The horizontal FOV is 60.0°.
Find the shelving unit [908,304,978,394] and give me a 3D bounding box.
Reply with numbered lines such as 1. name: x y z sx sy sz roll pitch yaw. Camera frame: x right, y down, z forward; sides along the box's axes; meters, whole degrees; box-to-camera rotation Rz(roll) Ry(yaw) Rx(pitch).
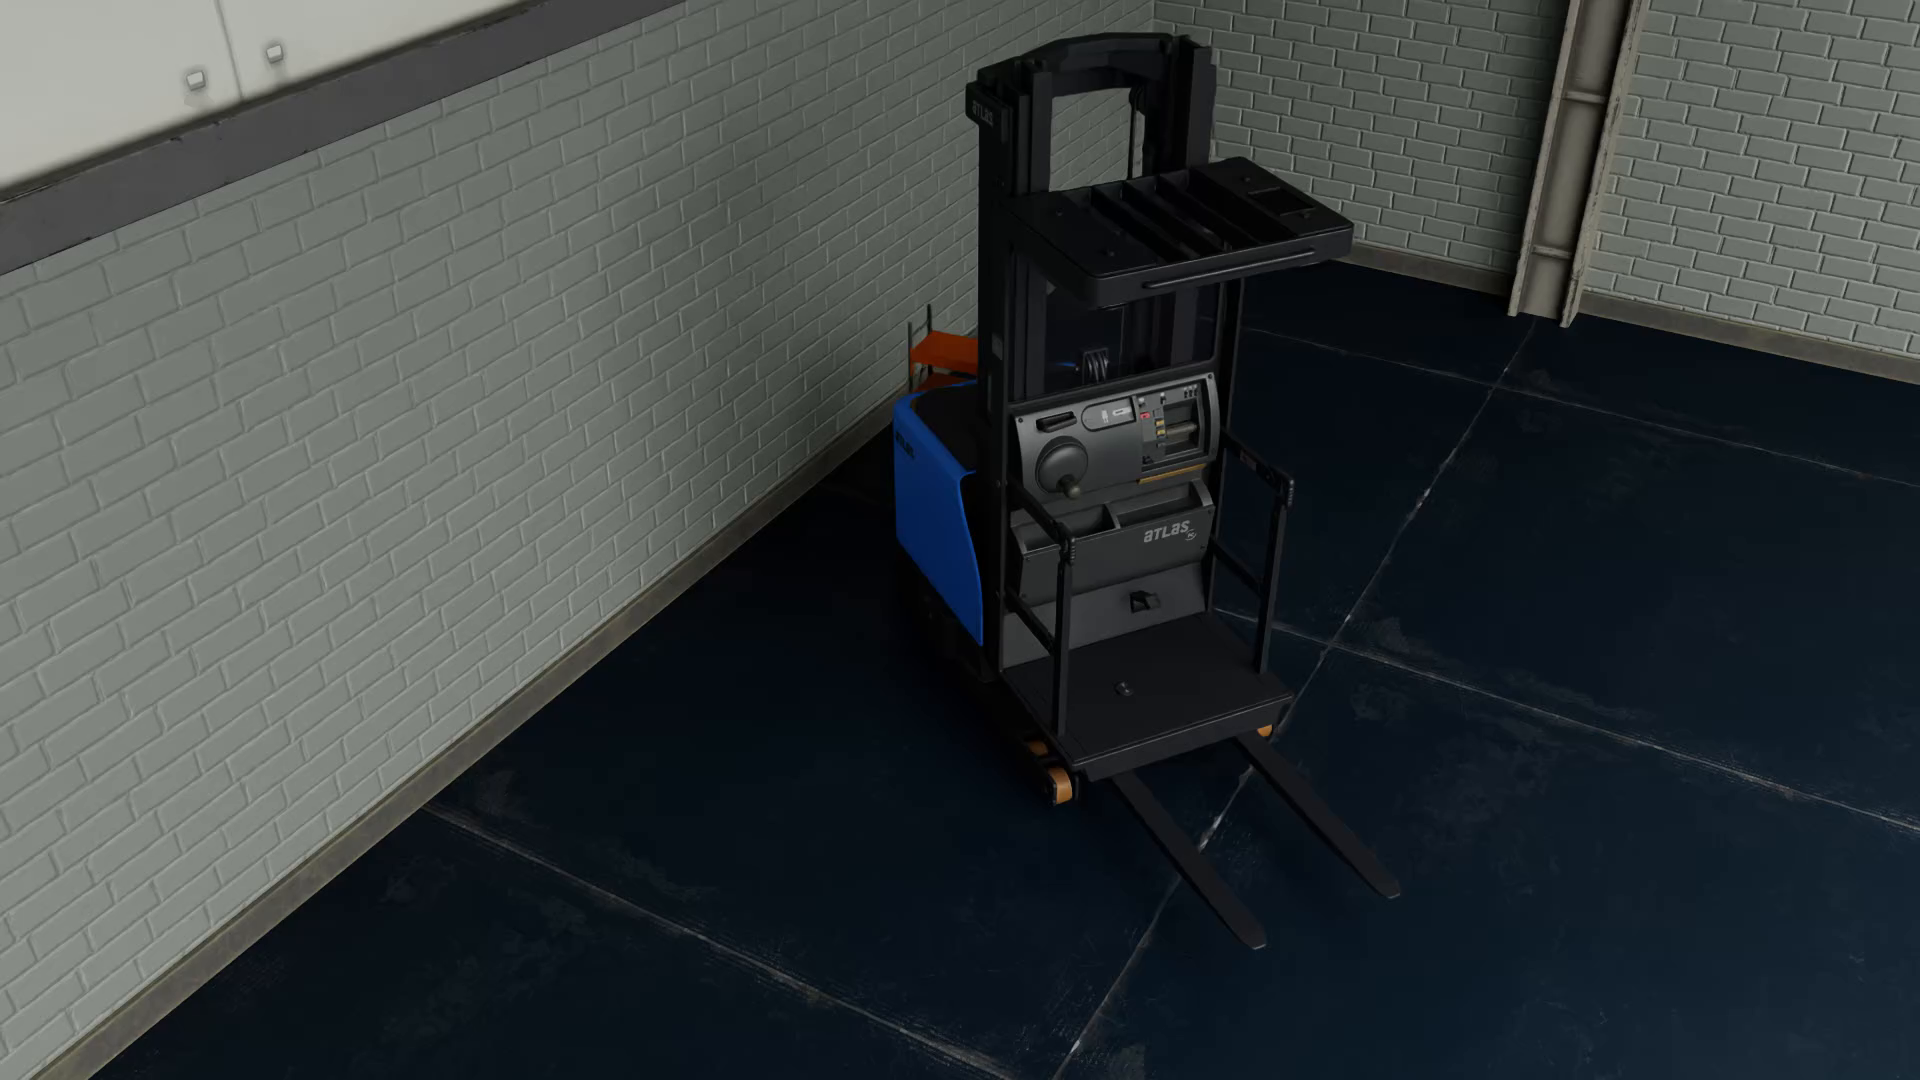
1. shelving unit: 0.021 -0.571 8.524 0.503 1.200 0.258 14 36 21

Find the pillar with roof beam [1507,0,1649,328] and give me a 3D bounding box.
1. pillar with roof beam: 1.723 -3.183 5.410 0.400 9.000 9.100 18 37 24

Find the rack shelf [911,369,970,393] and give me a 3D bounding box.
1. rack shelf: 0.021 -0.701 8.438 0.480 0.148 0.258 14 36 21

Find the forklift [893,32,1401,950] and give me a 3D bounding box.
1. forklift: 0.744 -0.373 6.665 1.130 2.935 3.031 -14 36 -20

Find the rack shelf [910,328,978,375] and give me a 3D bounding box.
1. rack shelf: 0.021 -0.898 8.306 0.480 0.148 0.258 14 36 21

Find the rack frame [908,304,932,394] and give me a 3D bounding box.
1. rack frame: -0.201 -0.628 8.610 0.015 1.200 0.240 14 36 21
